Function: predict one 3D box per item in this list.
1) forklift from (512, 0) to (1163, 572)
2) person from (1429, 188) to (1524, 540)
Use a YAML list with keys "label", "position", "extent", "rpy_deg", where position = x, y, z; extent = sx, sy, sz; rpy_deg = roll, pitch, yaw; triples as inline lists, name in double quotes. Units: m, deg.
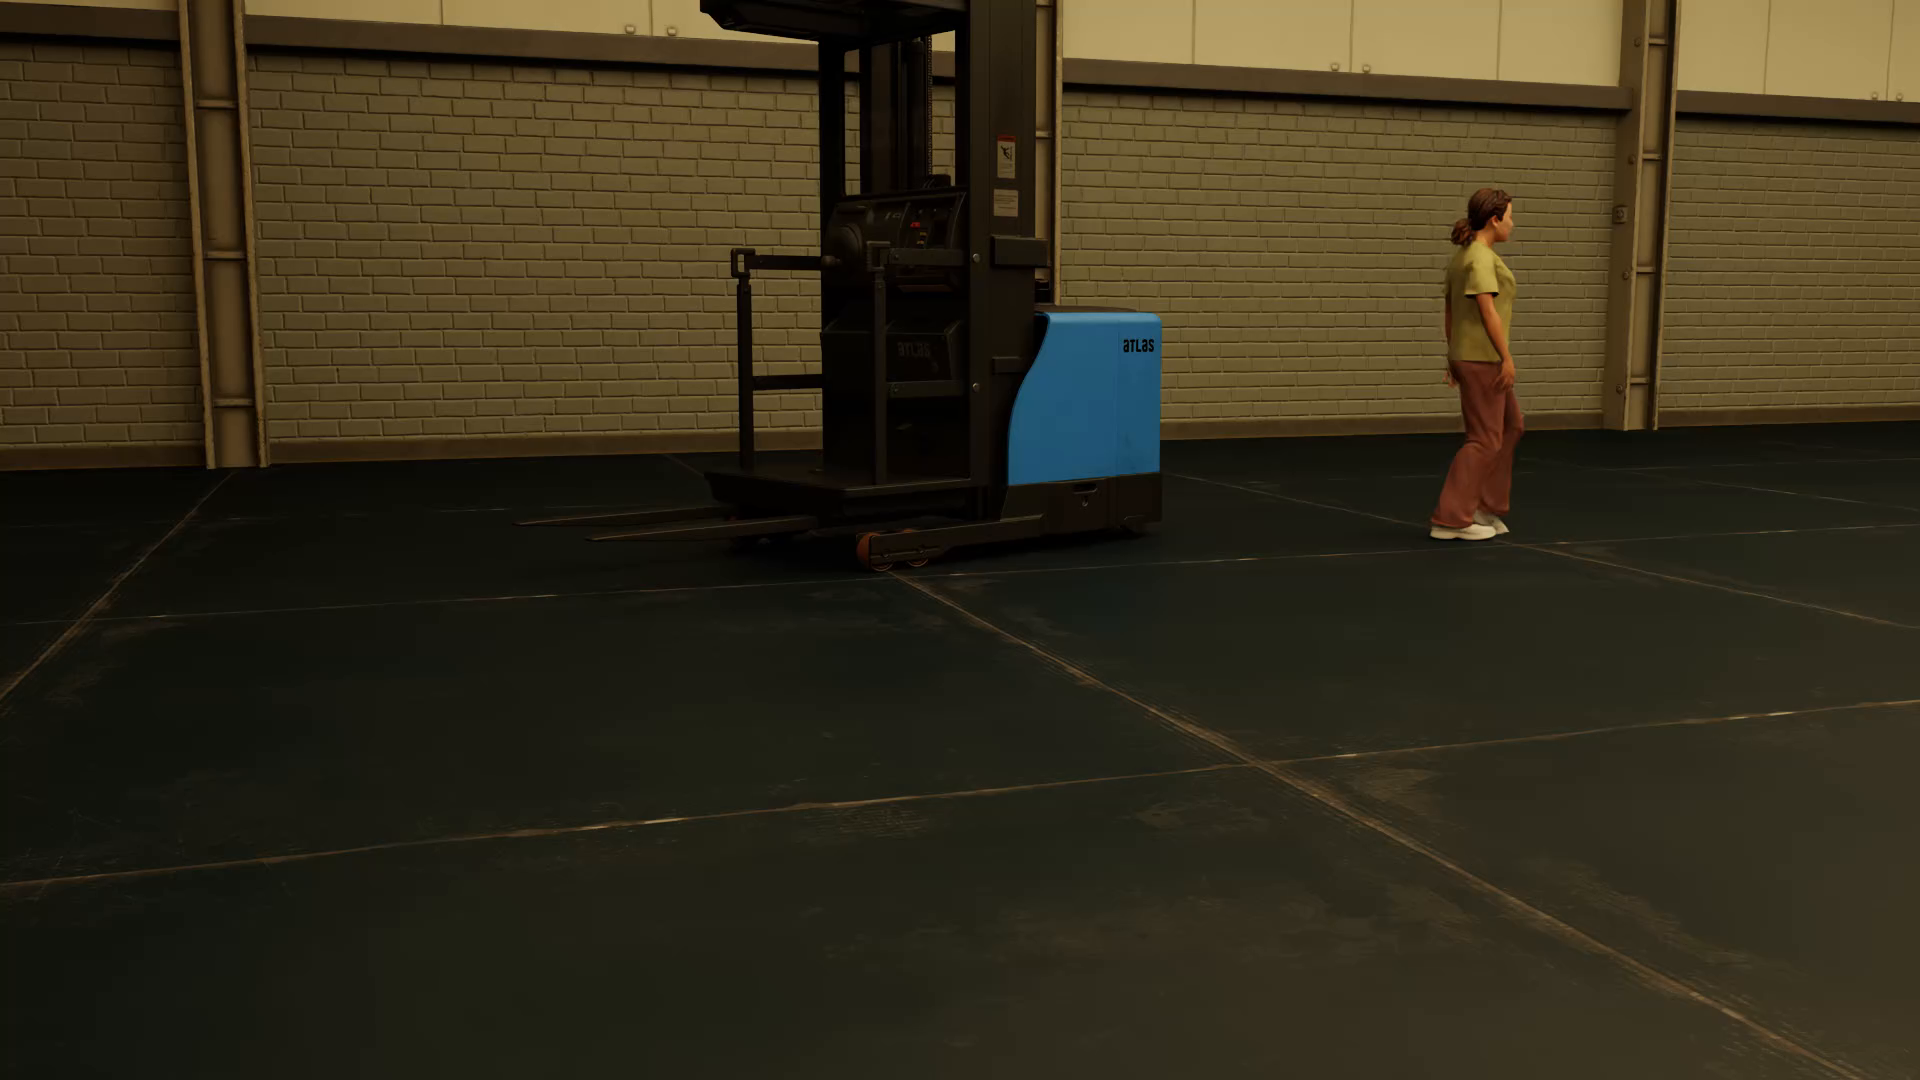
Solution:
- label: "forklift"
  position: [-0.461, -1.399, 7.333]
  extent: [3.031, 2.935, 1.130]
  rpy_deg: [-7, 10, -40]
- label: "person"
  position: [2.496, -0.800, 7.896]
  extent: [0.497, 1.710, 0.564]
  rpy_deg: [0, 8, 1]
